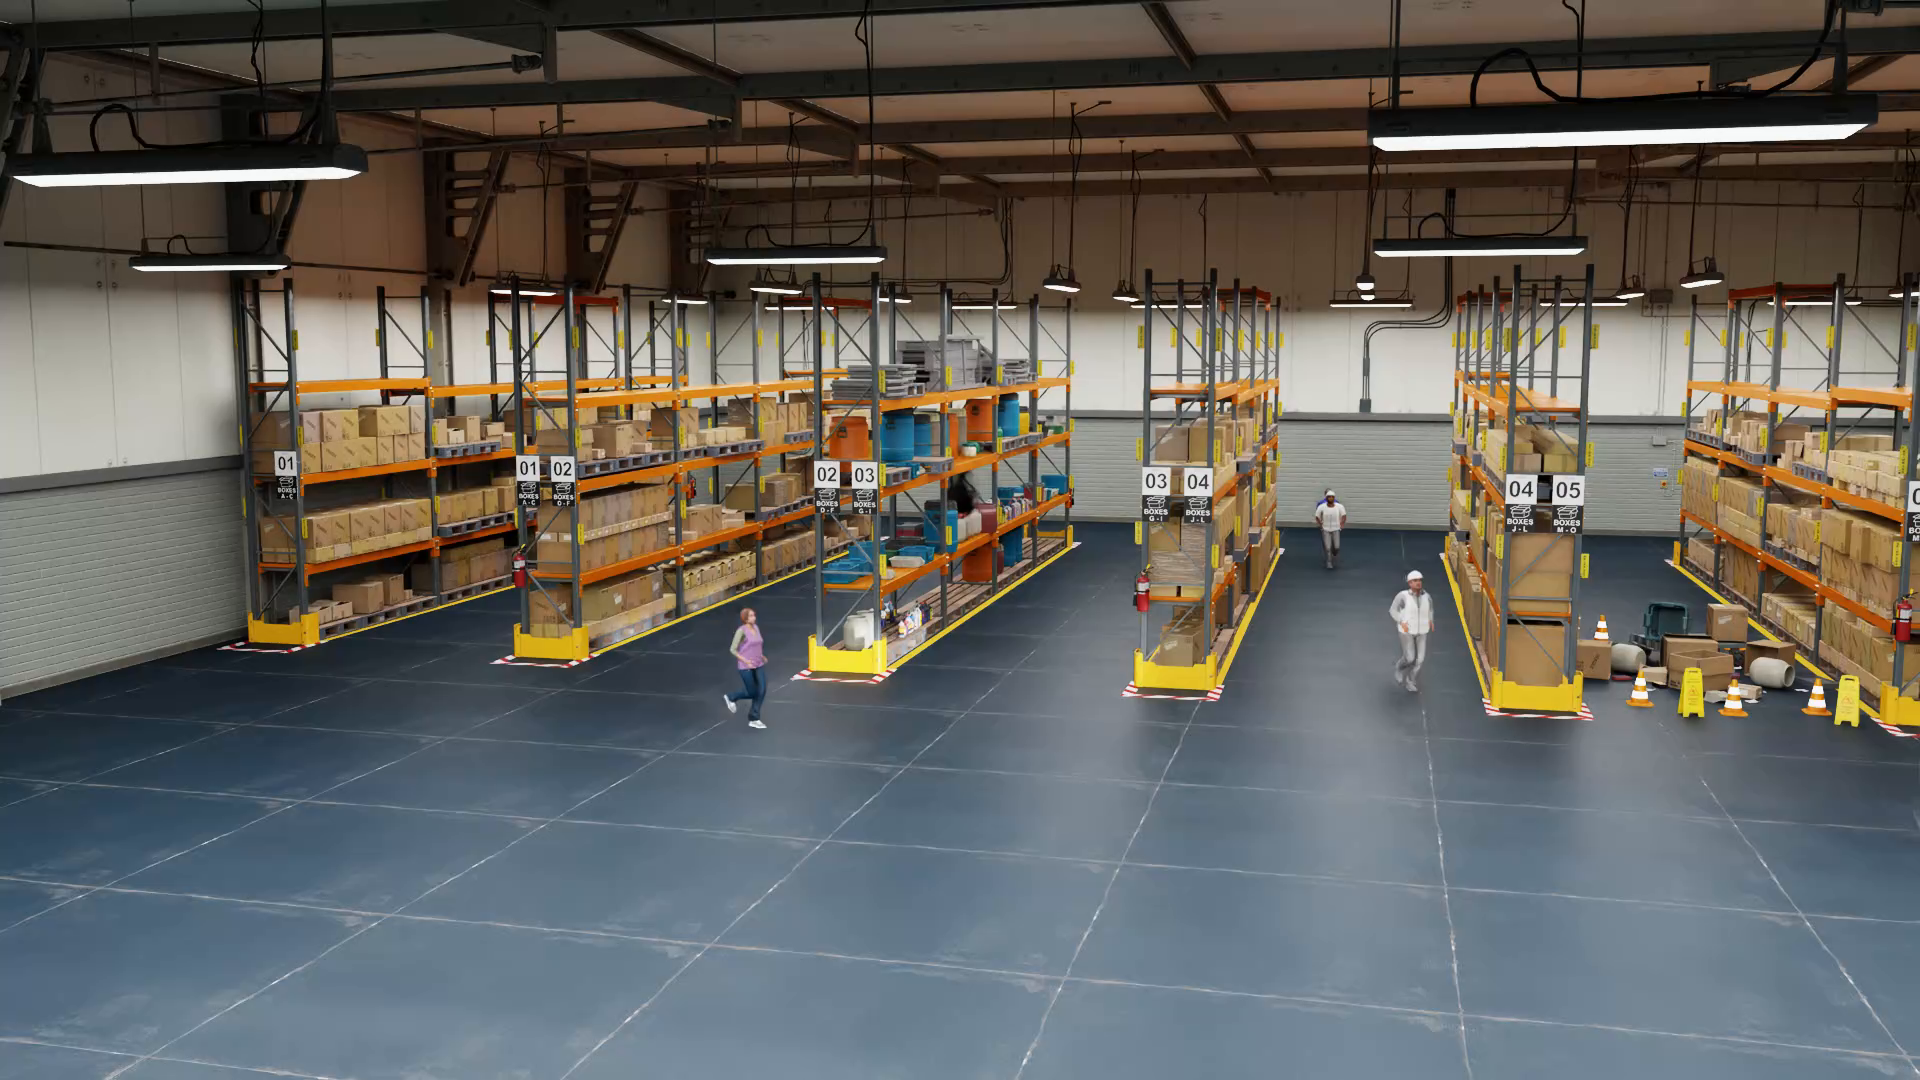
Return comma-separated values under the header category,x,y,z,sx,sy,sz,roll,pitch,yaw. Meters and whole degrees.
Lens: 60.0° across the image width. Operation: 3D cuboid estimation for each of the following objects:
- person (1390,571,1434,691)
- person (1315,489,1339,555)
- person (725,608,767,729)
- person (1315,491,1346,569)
category,x,y,z,sx,sy,sz,roll,pitch,yaw
person,6.487,1.299,23.771,0.646,1.724,0.579,-1,7,-9
person,8.350,-0.338,37.698,0.594,1.657,0.936,1,7,8
person,-2.763,1.651,21.614,0.651,1.565,0.536,5,9,36
person,8.108,-0.214,36.354,0.674,1.719,0.569,1,7,8
